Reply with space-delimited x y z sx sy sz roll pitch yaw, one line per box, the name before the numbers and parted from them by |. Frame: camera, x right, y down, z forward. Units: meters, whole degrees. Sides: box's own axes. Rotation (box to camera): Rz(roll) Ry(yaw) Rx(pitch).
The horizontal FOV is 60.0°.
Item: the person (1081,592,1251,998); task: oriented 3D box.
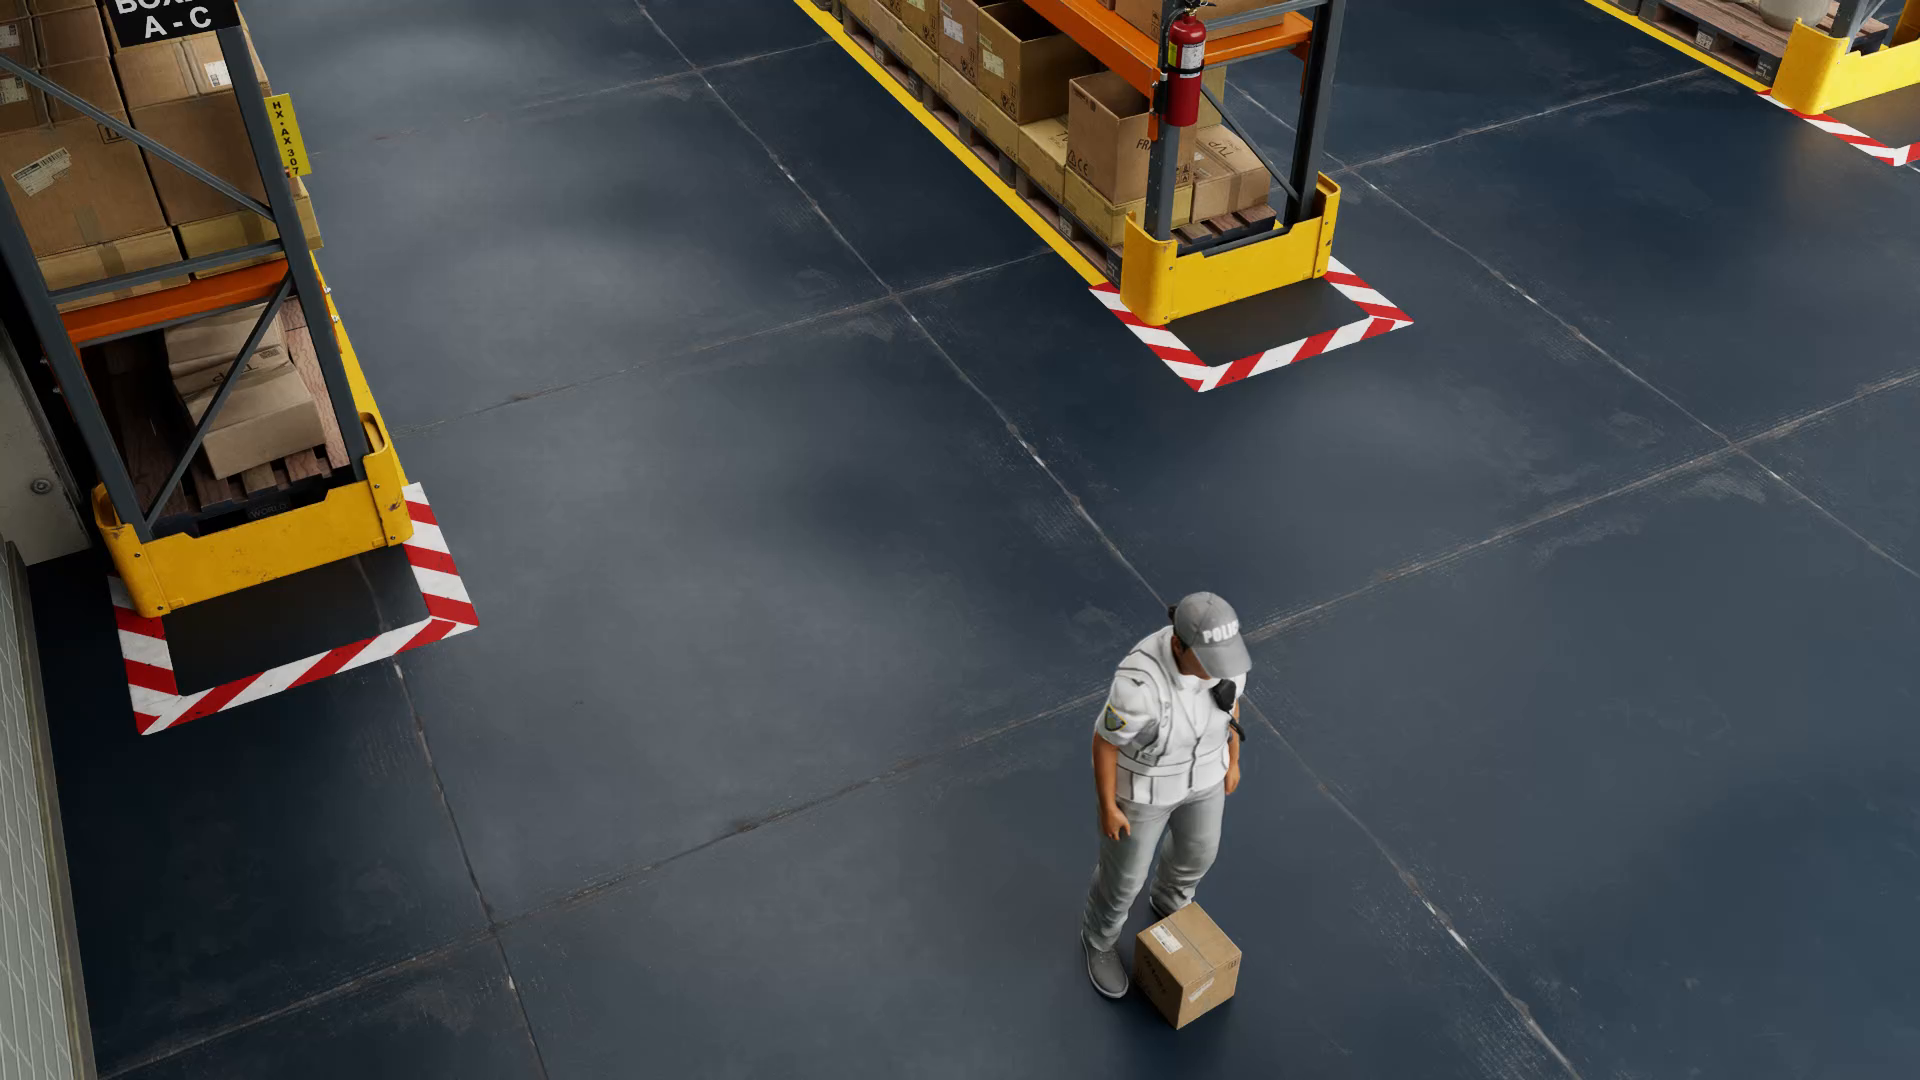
person | 0.658 0.773 5.280 0.538 1.666 0.465 -19 45 -20
